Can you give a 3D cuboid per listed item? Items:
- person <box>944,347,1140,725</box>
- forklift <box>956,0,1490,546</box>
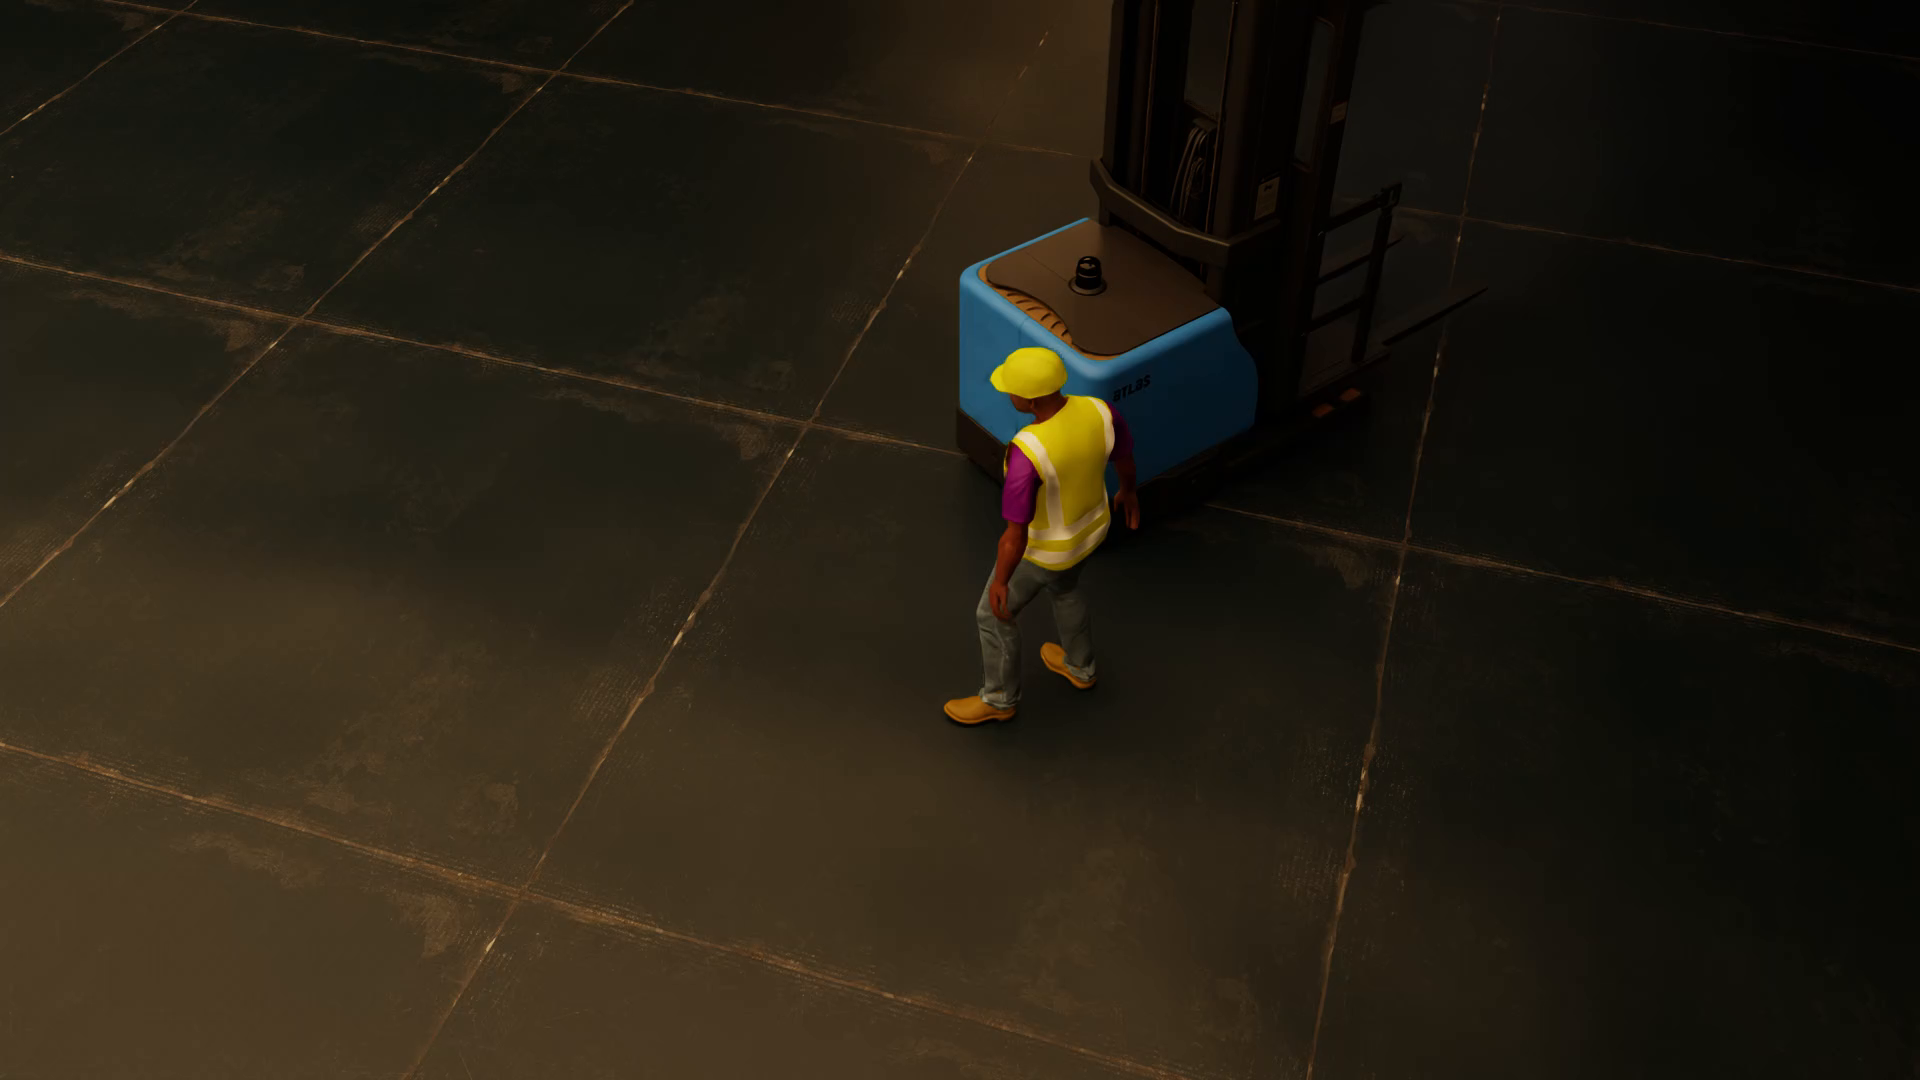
[{"bbox_3d":[0.334,-0.037,6.614,0.456,1.733,0.881,33,52,30],"label":"person"},{"bbox_3d":[1.464,-1.862,7.690,3.031,2.935,1.130,-27,49,-26],"label":"forklift"}]
